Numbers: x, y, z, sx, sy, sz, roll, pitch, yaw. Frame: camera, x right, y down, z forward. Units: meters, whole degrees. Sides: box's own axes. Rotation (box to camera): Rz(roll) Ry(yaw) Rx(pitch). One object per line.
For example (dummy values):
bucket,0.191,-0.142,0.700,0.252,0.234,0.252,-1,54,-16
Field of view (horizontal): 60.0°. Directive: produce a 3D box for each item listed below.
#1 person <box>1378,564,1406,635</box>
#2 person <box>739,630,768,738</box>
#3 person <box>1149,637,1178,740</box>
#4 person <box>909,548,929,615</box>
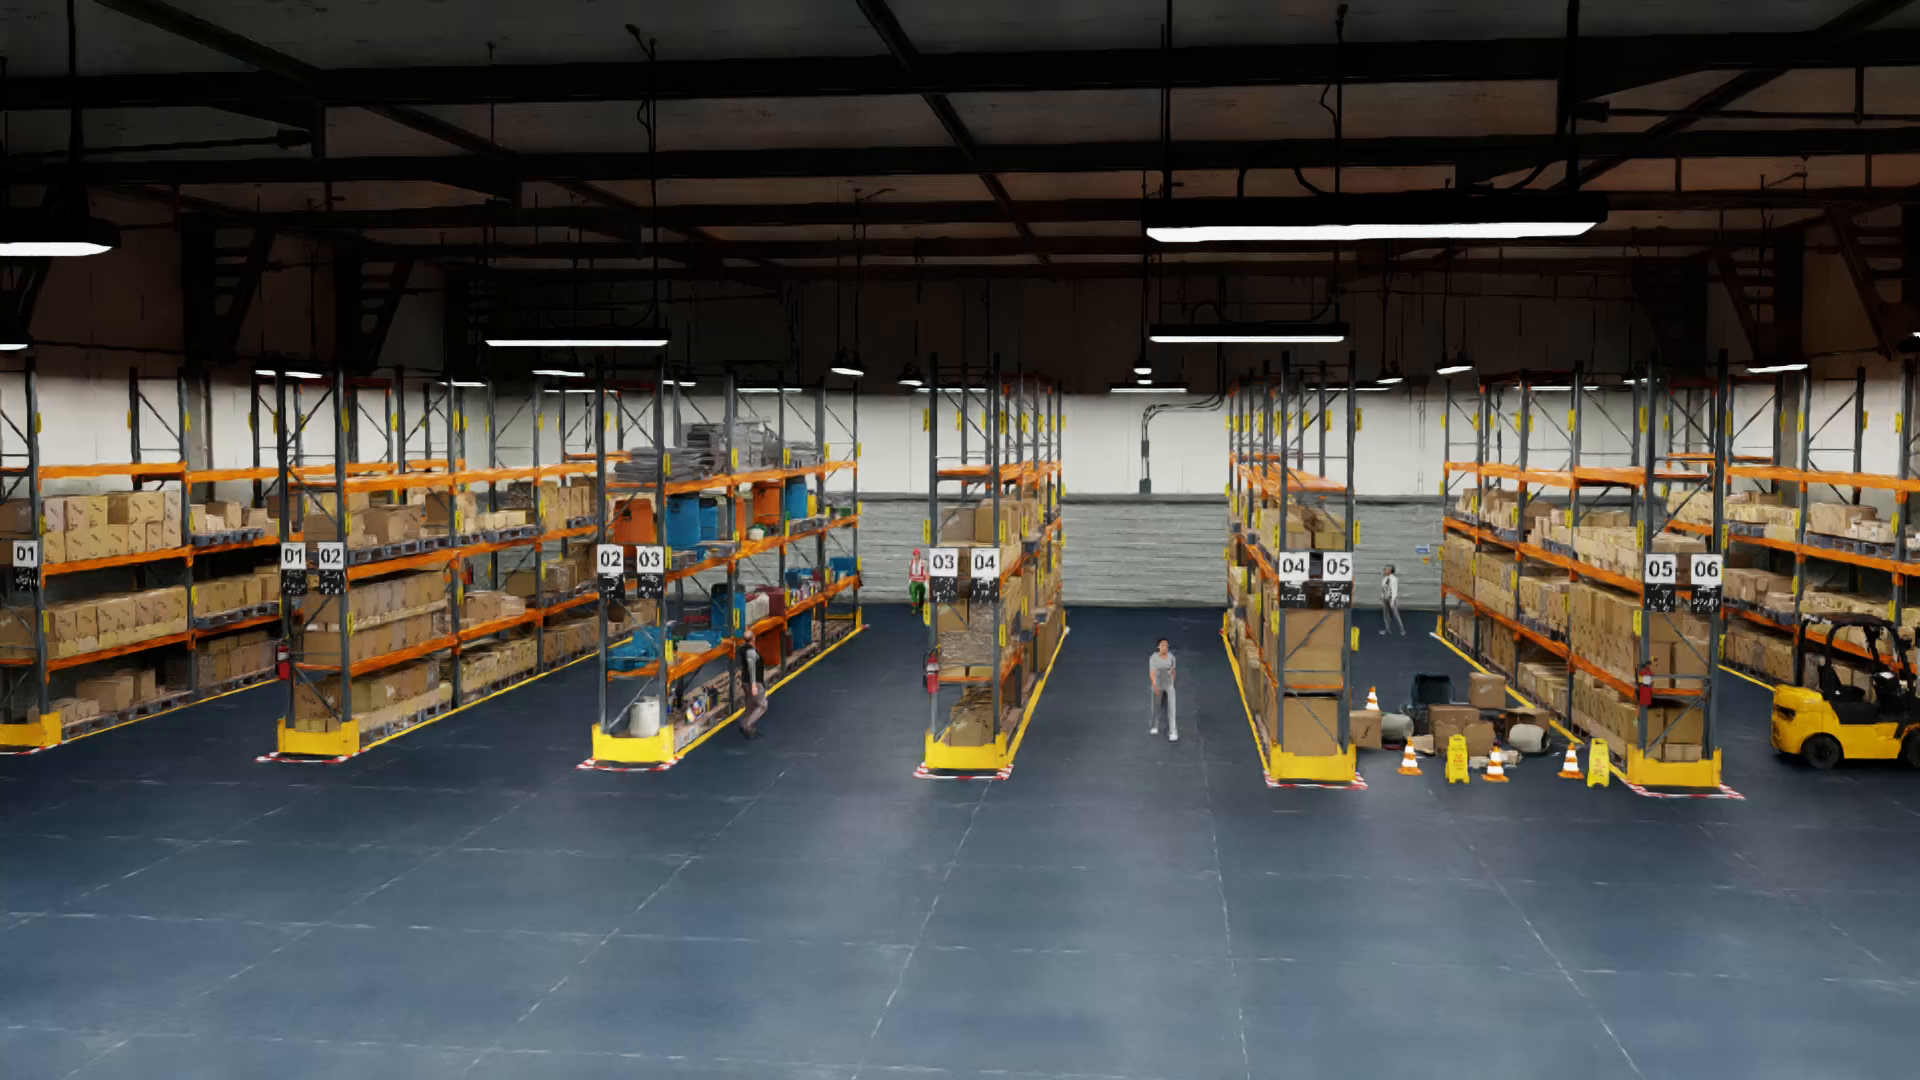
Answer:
person,10.228,1.398,39.289,0.489,1.667,0.661,-2,4,-20
person,-3.310,2.281,26.321,0.447,1.720,0.569,-1,4,-20
person,3.199,2.326,26.302,0.443,1.605,1.017,0,4,-2
person,-1.089,1.073,43.296,0.567,1.736,1.044,0,4,6
